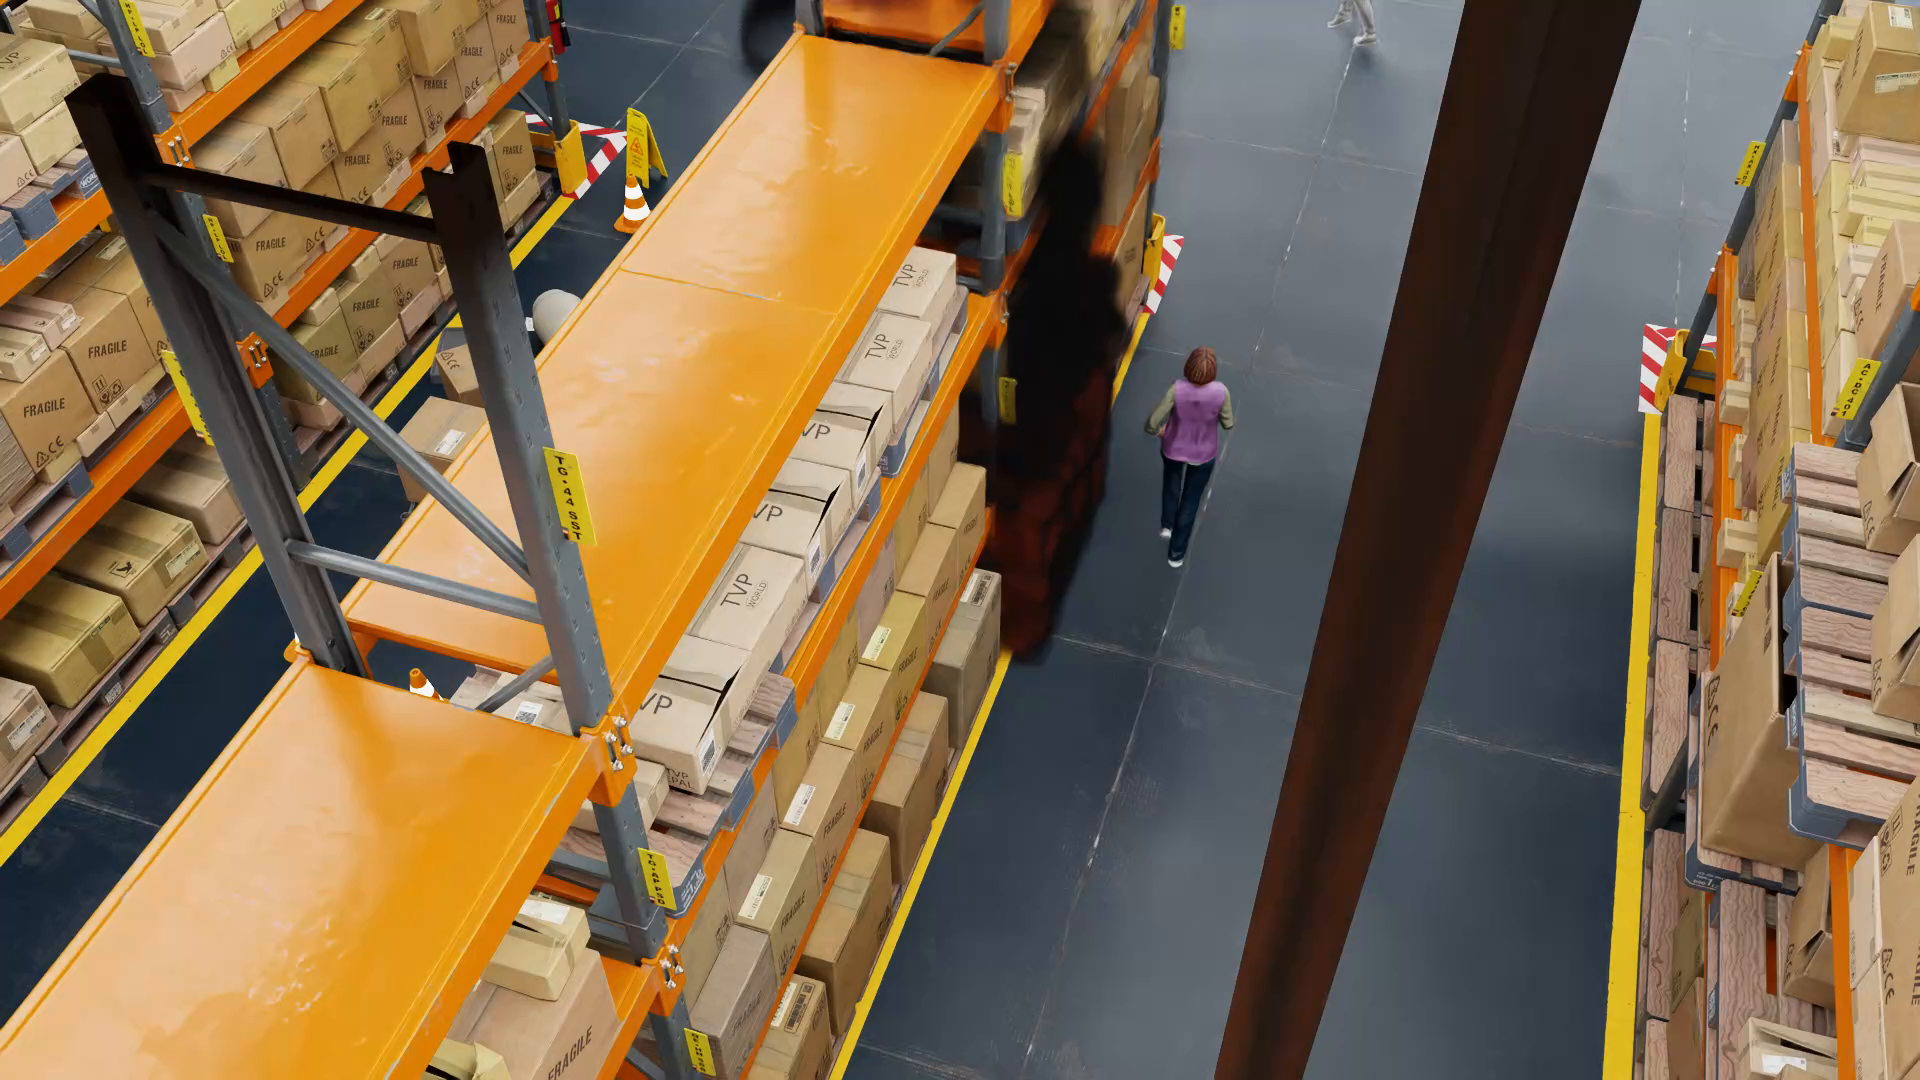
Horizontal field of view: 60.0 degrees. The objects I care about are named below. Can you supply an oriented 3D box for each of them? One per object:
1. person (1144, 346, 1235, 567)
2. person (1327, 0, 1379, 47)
[{"bbox_3d":[1.388,-0.542,10.165,0.517,1.657,0.633,10,46,10],"label":"person"},{"bbox_3d":[3.690,-5.330,15.159,0.583,1.752,0.763,-29,52,-26],"label":"person"}]
